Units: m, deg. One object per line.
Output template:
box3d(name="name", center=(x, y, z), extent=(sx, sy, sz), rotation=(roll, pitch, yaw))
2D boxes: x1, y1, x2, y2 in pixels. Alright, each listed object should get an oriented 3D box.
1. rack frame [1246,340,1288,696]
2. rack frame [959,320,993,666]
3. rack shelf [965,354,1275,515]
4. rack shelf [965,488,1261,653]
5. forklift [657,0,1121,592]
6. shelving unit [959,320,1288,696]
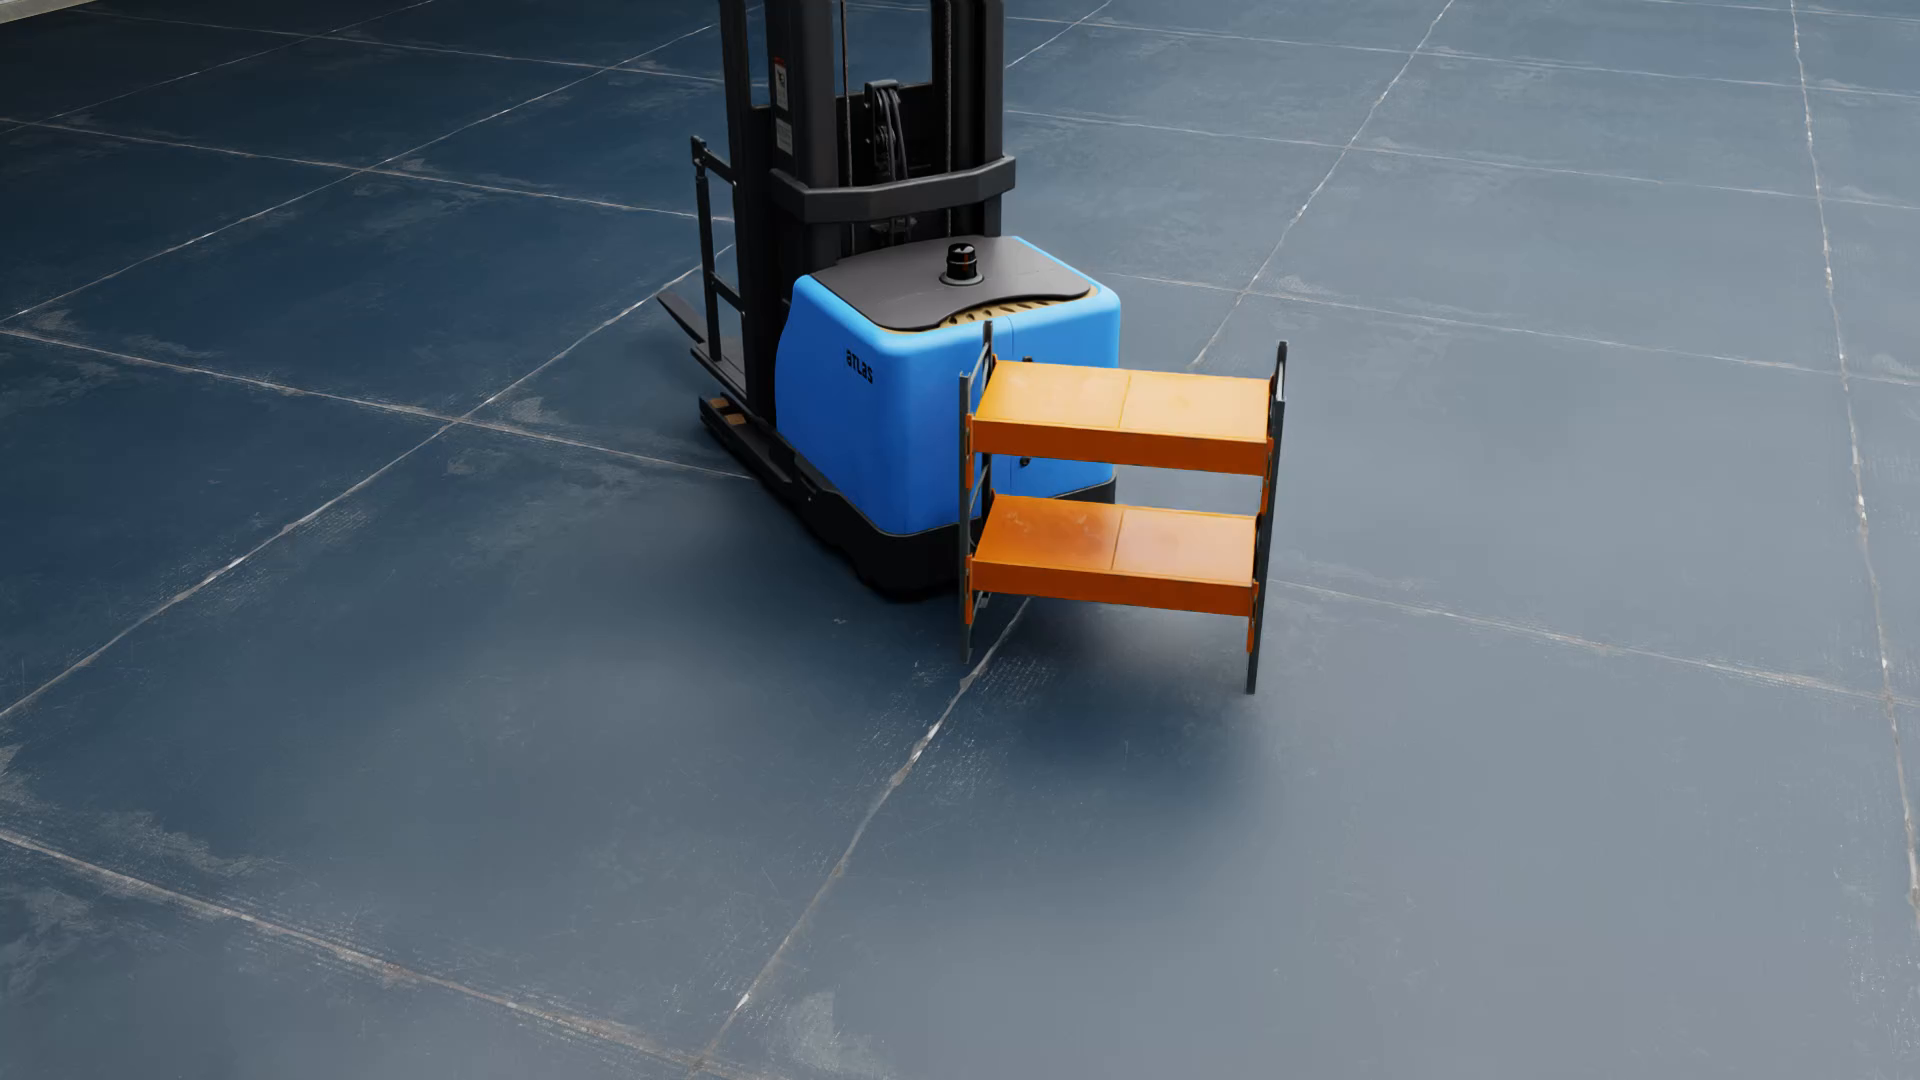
box3d(name="rack frame", center=(1.056, -0.070, 5.731), extent=(0.032, 1.125, 0.500), rotation=(5, 30, 9))
box3d(name="rack frame", center=(0.057, -0.161, 5.892), extent=(0.032, 1.125, 0.500), rotation=(5, 30, 9))
box3d(name="rack shelf", center=(0.557, -0.370, 5.667), extent=(1.000, 0.278, 0.538), rotation=(5, 30, 9))
box3d(name="rack shelf", center=(0.557, 0.097, 5.932), extent=(1.000, 0.278, 0.538), rotation=(5, 30, 9))
box3d(name="forklift", center=(-0.533, -1.776, 6.913), extent=(1.130, 2.935, 3.031), rotation=(-15, 33, -25))
box3d(name="shelving unit", center=(0.557, -0.116, 5.811), extent=(1.048, 1.125, 0.538), rotation=(5, 30, 9))
